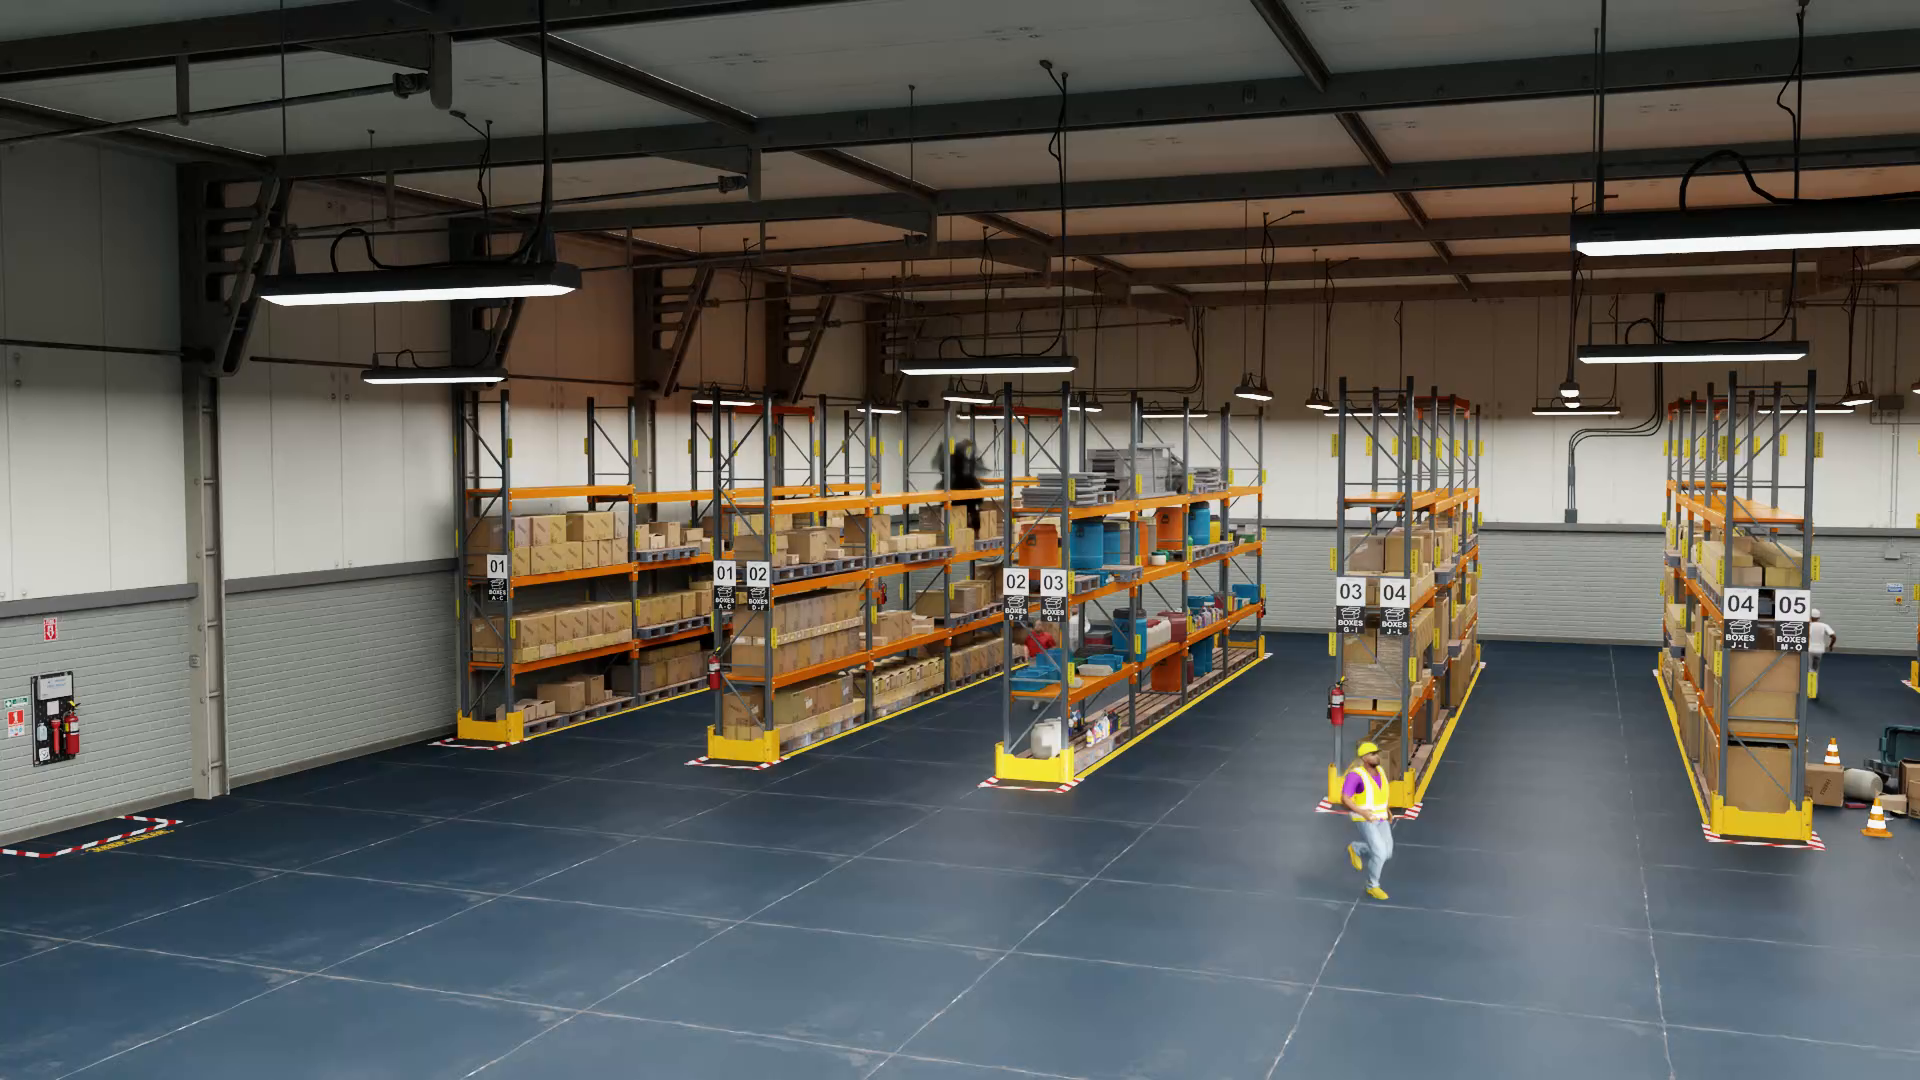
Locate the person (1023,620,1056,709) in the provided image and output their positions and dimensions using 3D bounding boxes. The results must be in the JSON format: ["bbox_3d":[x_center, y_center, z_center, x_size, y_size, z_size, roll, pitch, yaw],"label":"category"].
[{"bbox_3d":[1.520,2.390,32.130,0.672,1.703,0.619,1,3,19],"label":"person"}]

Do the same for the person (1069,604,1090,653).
[{"bbox_3d":[2.521,2.164,36.394,0.589,1.653,0.528,1,3,16],"label":"person"}]

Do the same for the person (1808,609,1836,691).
[{"bbox_3d":[17.115,2.254,33.353,0.699,1.756,0.988,1,3,12],"label":"person"}]

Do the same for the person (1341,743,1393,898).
[{"bbox_3d":[4.579,3.124,18.725,0.720,1.707,0.661,-2,4,-38],"label":"person"}]
